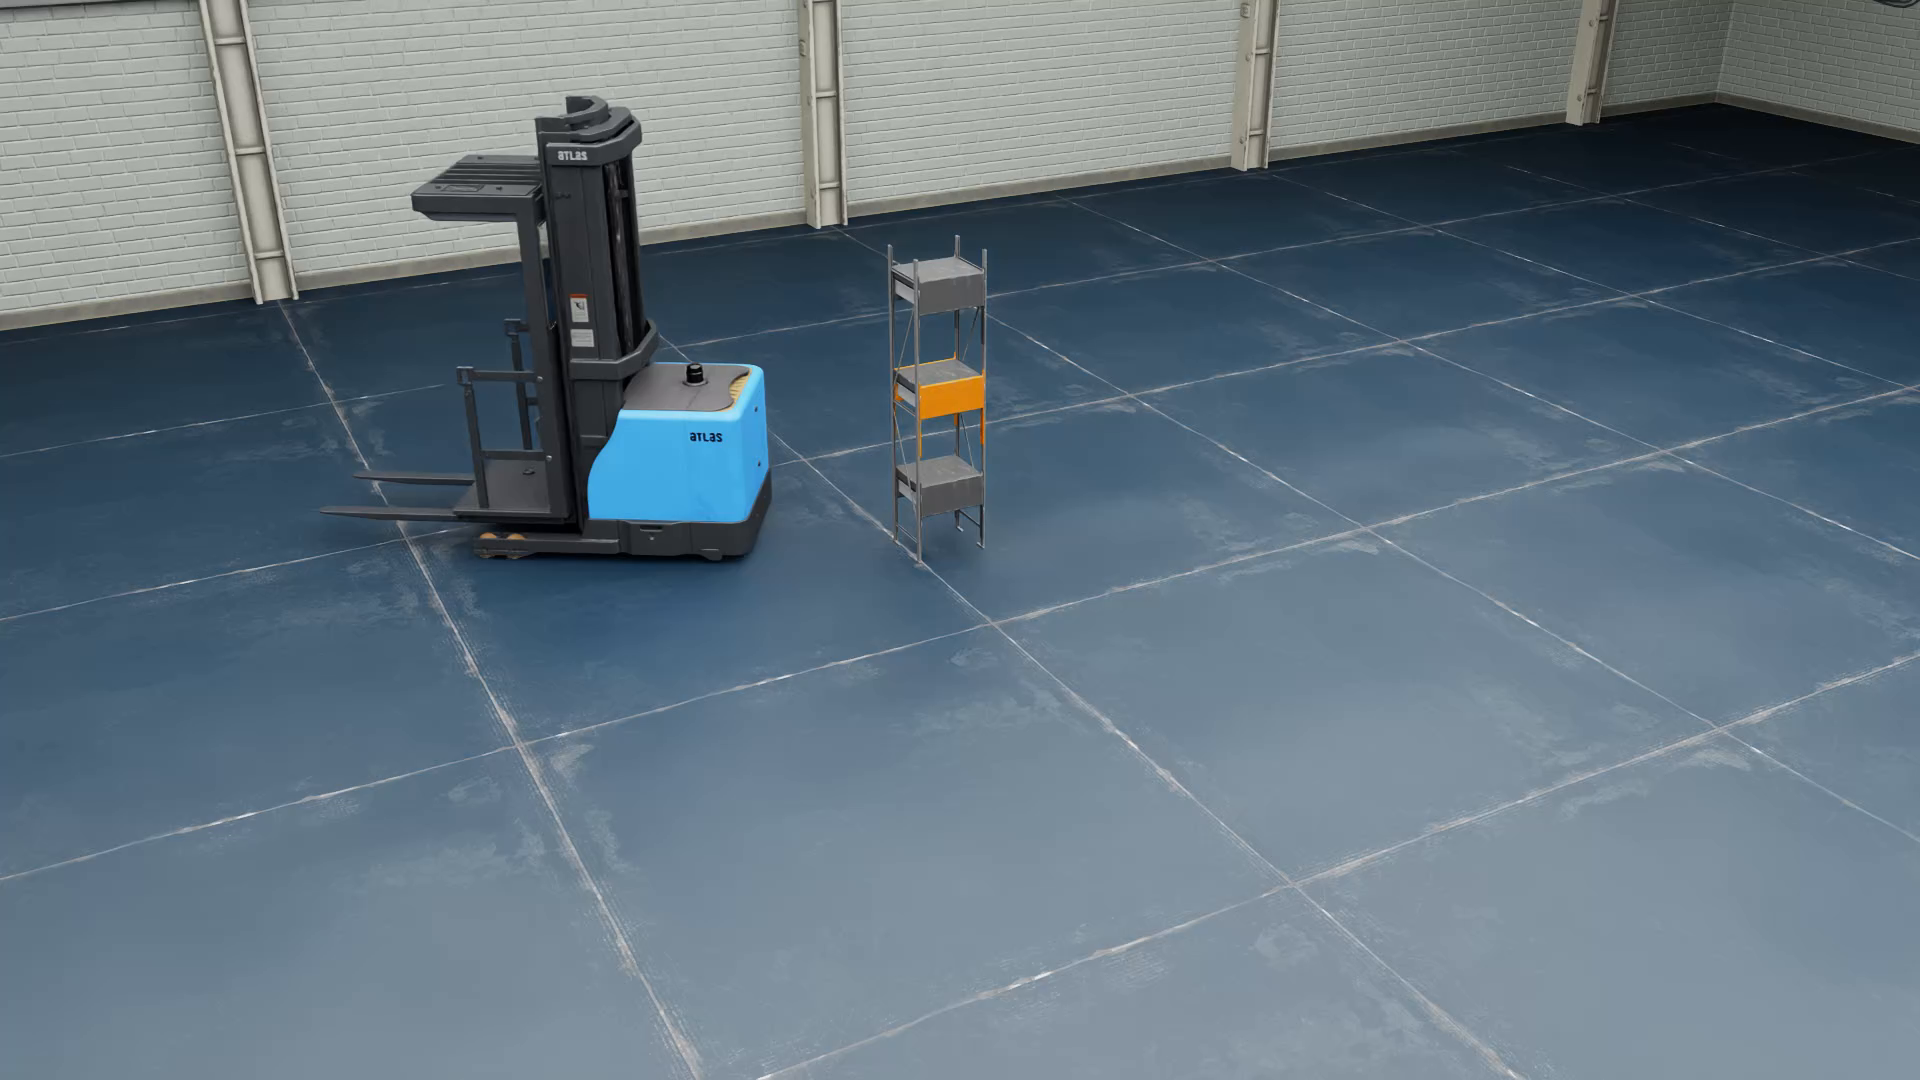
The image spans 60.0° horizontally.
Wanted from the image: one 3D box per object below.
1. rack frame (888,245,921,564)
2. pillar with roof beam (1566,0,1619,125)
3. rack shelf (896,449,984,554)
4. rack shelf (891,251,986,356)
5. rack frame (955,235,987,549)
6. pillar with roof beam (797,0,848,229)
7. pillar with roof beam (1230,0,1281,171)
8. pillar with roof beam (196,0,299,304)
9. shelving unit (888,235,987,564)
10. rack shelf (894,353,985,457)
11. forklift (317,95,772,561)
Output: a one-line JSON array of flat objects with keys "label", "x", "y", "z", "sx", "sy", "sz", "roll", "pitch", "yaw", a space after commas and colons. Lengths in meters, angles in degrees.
[{"label": "rack frame", "x": -0.361, "y": -0.863, "z": 10.924, "sx": 0.015, "sy": 2.100, "sz": 0.400, "roll": -13, "pitch": 29, "yaw": -25}, {"label": "pillar with roof beam", "x": 11.082, "y": -8.499, "z": 18.857, "sx": 0.400, "sy": 9.000, "sz": 9.100, "roll": -13, "pitch": 29, "yaw": -25}, {"label": "rack shelf", "x": -0.146, "y": -0.270, "z": 11.336, "sx": 0.480, "sy": 0.518, "sz": 0.431, "roll": -13, "pitch": 29, "yaw": -25}, {"label": "rack shelf", "x": -0.146, "y": -1.532, "z": 10.730, "sx": 0.480, "sy": 0.518, "sz": 0.431, "roll": -13, "pitch": 29, "yaw": -25}, {"label": "rack frame", "x": 0.069, "y": -0.963, "z": 11.131, "sx": 0.015, "sy": 2.100, "sz": 0.400, "roll": -13, "pitch": 29, "yaw": -25}, {"label": "pillar with roof beam", "x": 0.494, "y": -6.055, "z": 13.767, "sx": 0.400, "sy": 9.000, "sz": 9.100, "roll": -13, "pitch": 29, "yaw": -25}, {"label": "pillar with roof beam", "x": 5.788, "y": -7.277, "z": 16.312, "sx": 0.400, "sy": 9.000, "sz": 9.100, "roll": -13, "pitch": 29, "yaw": -25}, {"label": "pillar with roof beam", "x": -4.800, "y": -4.833, "z": 11.221, "sx": 0.400, "sy": 9.000, "sz": 9.100, "roll": -13, "pitch": 29, "yaw": -25}, {"label": "shelving unit", "x": -0.146, "y": -0.913, "z": 11.027, "sx": 0.503, "sy": 2.100, "sz": 0.431, "roll": -13, "pitch": 29, "yaw": -25}, {"label": "rack shelf", "x": -0.146, "y": -0.901, "z": 11.033, "sx": 0.480, "sy": 0.518, "sz": 0.431, "roll": -13, "pitch": 29, "yaw": -25}, {"label": "forklift", "x": -2.897, "y": -1.419, "z": 11.121, "sx": 3.031, "sy": 2.935, "sz": 1.130, "roll": 2, "pitch": 26, "yaw": 3}]
